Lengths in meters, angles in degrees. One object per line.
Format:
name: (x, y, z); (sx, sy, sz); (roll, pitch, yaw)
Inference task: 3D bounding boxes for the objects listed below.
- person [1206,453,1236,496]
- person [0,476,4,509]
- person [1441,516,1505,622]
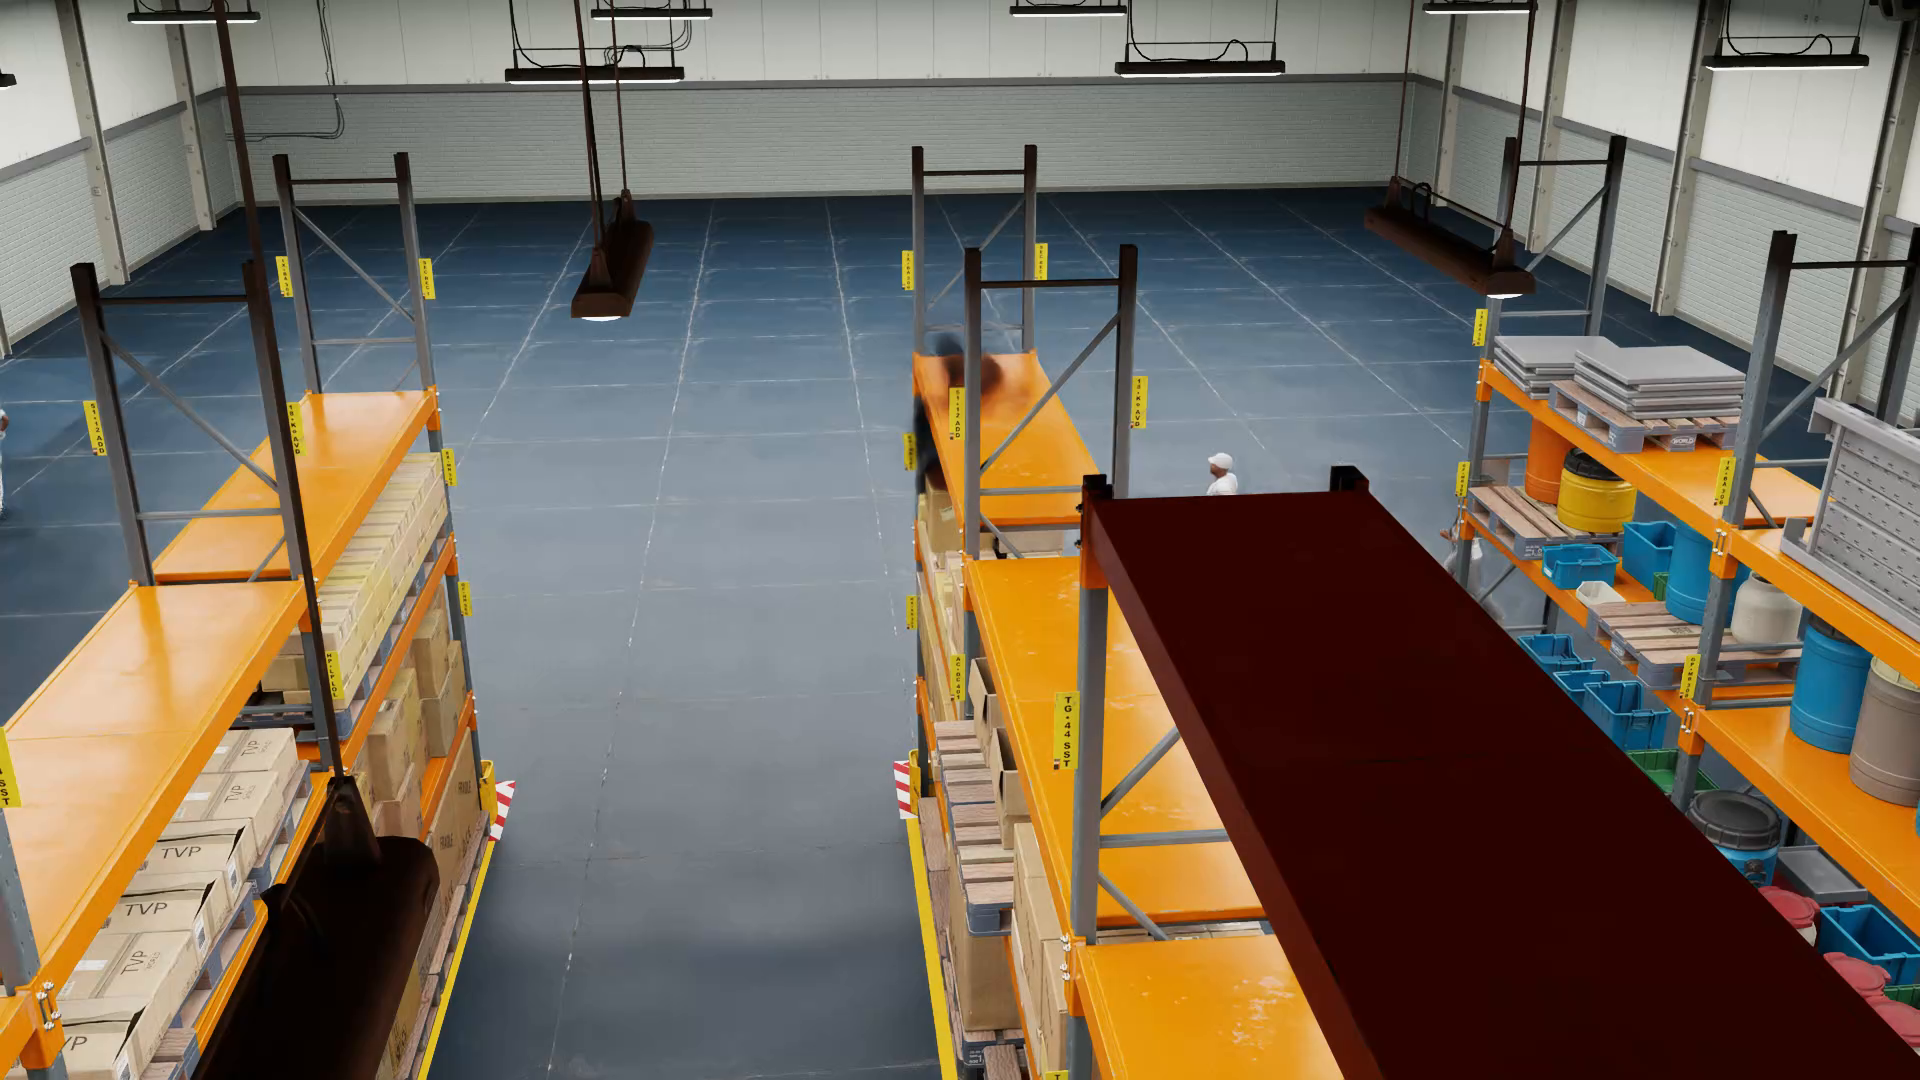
person: (3.087, -0.599, 19.649); (0.354, 0.884, 0.436); (8, 23, 20)
person: (-13.129, -1.224, 22.312); (0.679, 1.842, 0.467); (20, 29, 41)
person: (5.798, 0.351, 18.865); (0.861, 1.497, 0.410); (5, 22, 13)
